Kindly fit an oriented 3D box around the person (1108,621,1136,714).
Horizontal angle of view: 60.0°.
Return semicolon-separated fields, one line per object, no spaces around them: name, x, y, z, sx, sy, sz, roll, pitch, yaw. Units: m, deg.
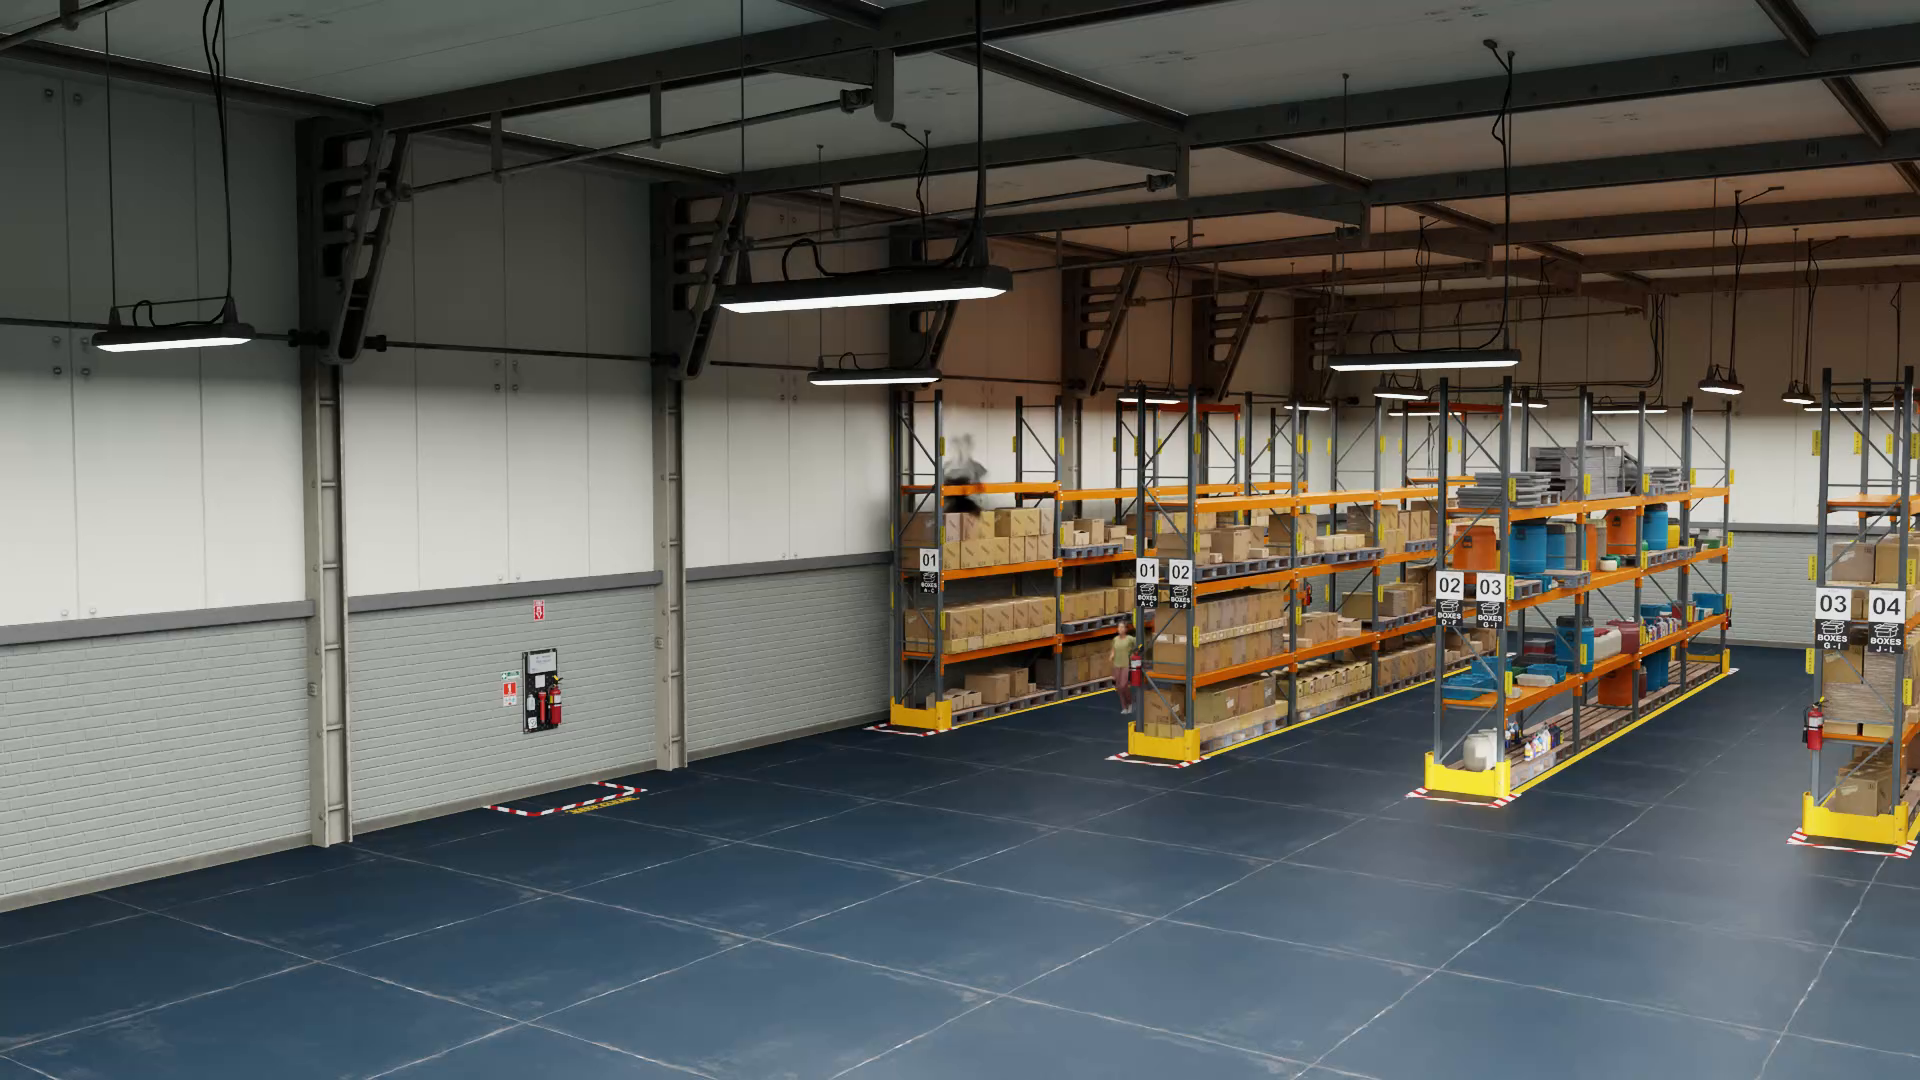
person;2.854;2.247;29.222;0.556;1.648;0.508;2;4;34
